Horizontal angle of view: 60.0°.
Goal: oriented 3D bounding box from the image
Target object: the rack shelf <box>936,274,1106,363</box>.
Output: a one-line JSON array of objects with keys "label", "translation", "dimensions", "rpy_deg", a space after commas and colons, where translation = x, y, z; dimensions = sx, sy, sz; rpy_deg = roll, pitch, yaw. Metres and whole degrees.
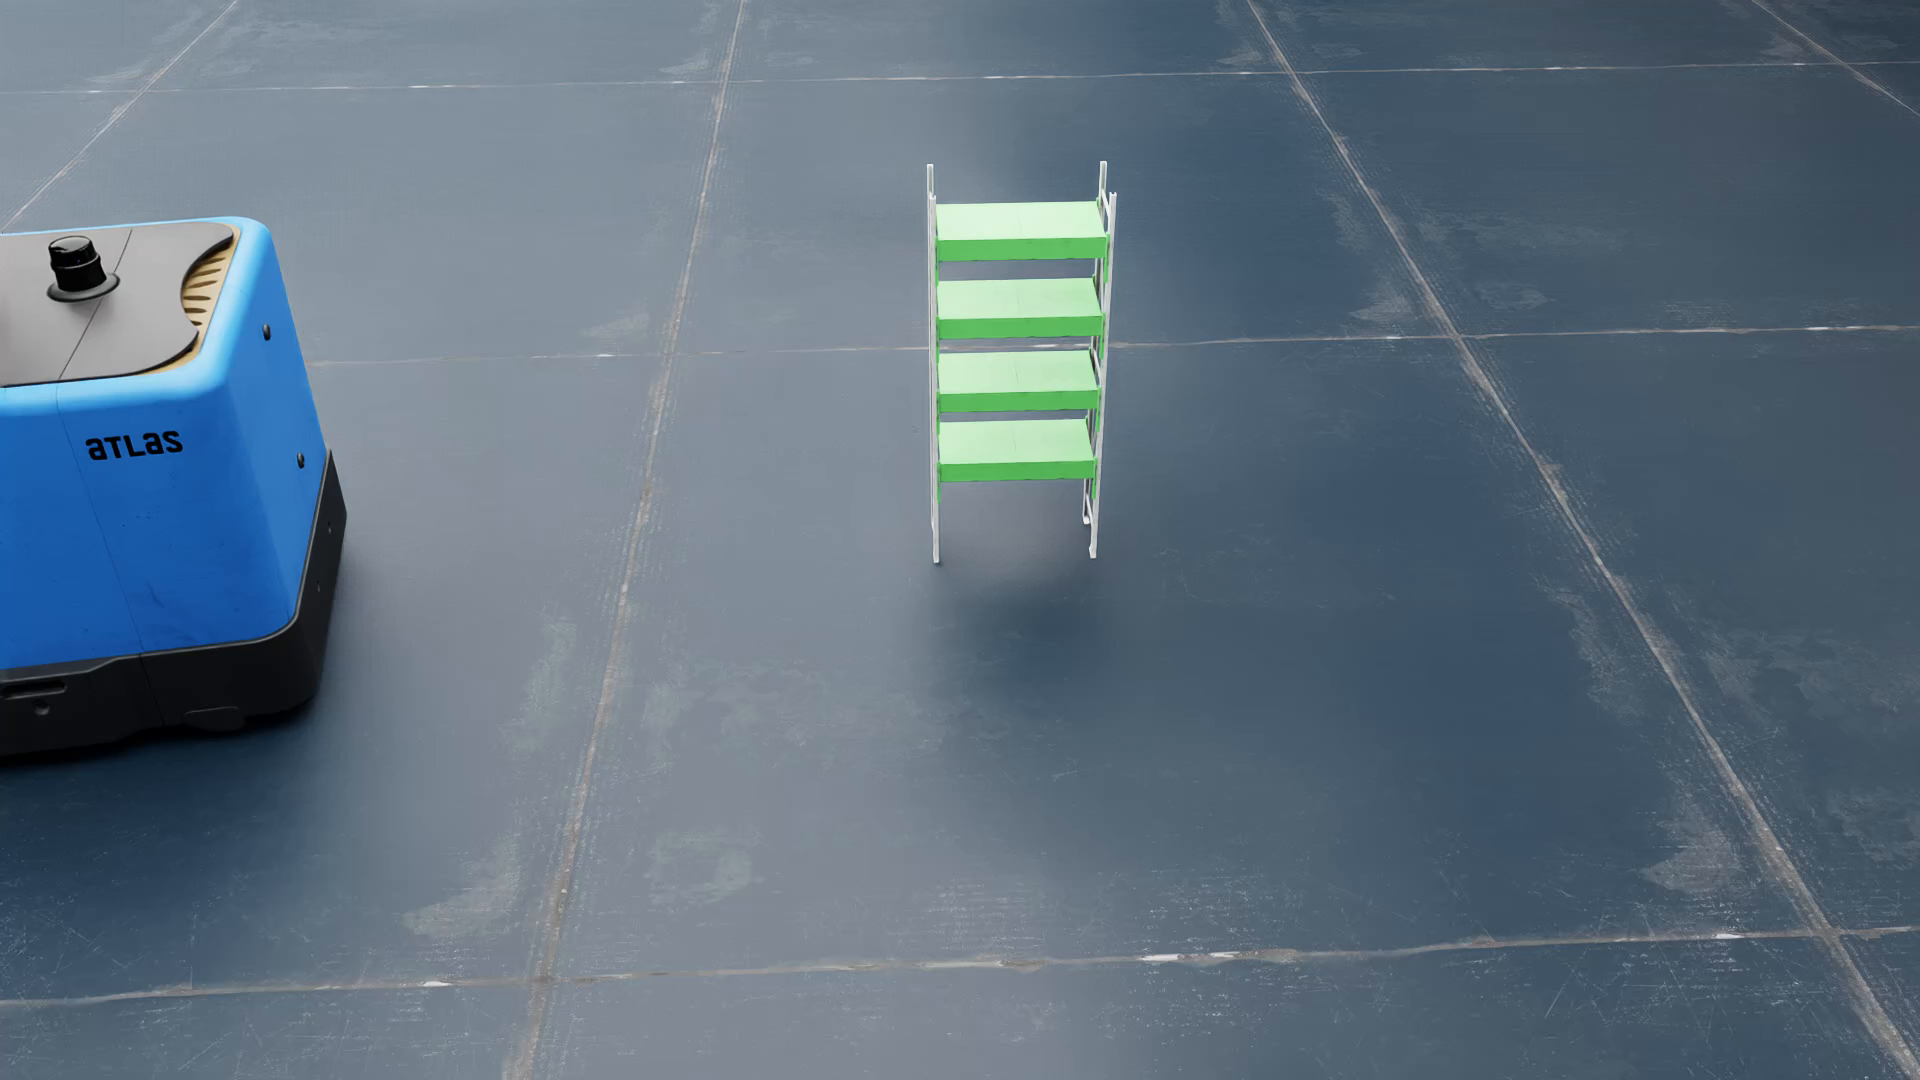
[{"label": "rack shelf", "translation": [0.165, -0.643, 4.815], "dimensions": [0.480, 0.148, 0.258], "rpy_deg": [-2, 35, -2]}]

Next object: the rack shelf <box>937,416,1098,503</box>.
[{"label": "rack shelf", "translation": [0.165, -0.248, 5.088], "dimensions": [0.480, 0.148, 0.258], "rpy_deg": [-2, 35, -2]}]

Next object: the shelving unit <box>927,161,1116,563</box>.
[{"label": "shelving unit", "translation": [0.165, -0.498, 4.915], "dimensions": [0.503, 1.200, 0.258], "rpy_deg": [-2, 35, -2]}]

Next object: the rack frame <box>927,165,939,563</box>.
[{"label": "rack frame", "translation": [-0.078, -0.491, 4.905], "dimensions": [0.015, 1.200, 0.240], "rpy_deg": [-2, 35, -2]}]

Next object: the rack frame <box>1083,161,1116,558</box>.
[{"label": "rack frame", "translation": [0.409, -0.504, 4.924], "dimensions": [0.015, 1.200, 0.240], "rpy_deg": [-2, 35, -2]}]

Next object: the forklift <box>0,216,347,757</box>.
[{"label": "forklift", "translation": [-3.326, -0.811, 3.846], "dimensions": [3.031, 2.935, 1.130], "rpy_deg": [-7, 35, -10]}]

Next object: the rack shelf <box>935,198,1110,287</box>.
[{"label": "rack shelf", "translation": [0.165, -0.840, 4.678], "dimensions": [0.480, 0.148, 0.258], "rpy_deg": [-2, 35, -2]}]

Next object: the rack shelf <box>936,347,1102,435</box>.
[{"label": "rack shelf", "translation": [0.165, -0.445, 4.951], "dimensions": [0.480, 0.148, 0.258], "rpy_deg": [-2, 35, -2]}]
